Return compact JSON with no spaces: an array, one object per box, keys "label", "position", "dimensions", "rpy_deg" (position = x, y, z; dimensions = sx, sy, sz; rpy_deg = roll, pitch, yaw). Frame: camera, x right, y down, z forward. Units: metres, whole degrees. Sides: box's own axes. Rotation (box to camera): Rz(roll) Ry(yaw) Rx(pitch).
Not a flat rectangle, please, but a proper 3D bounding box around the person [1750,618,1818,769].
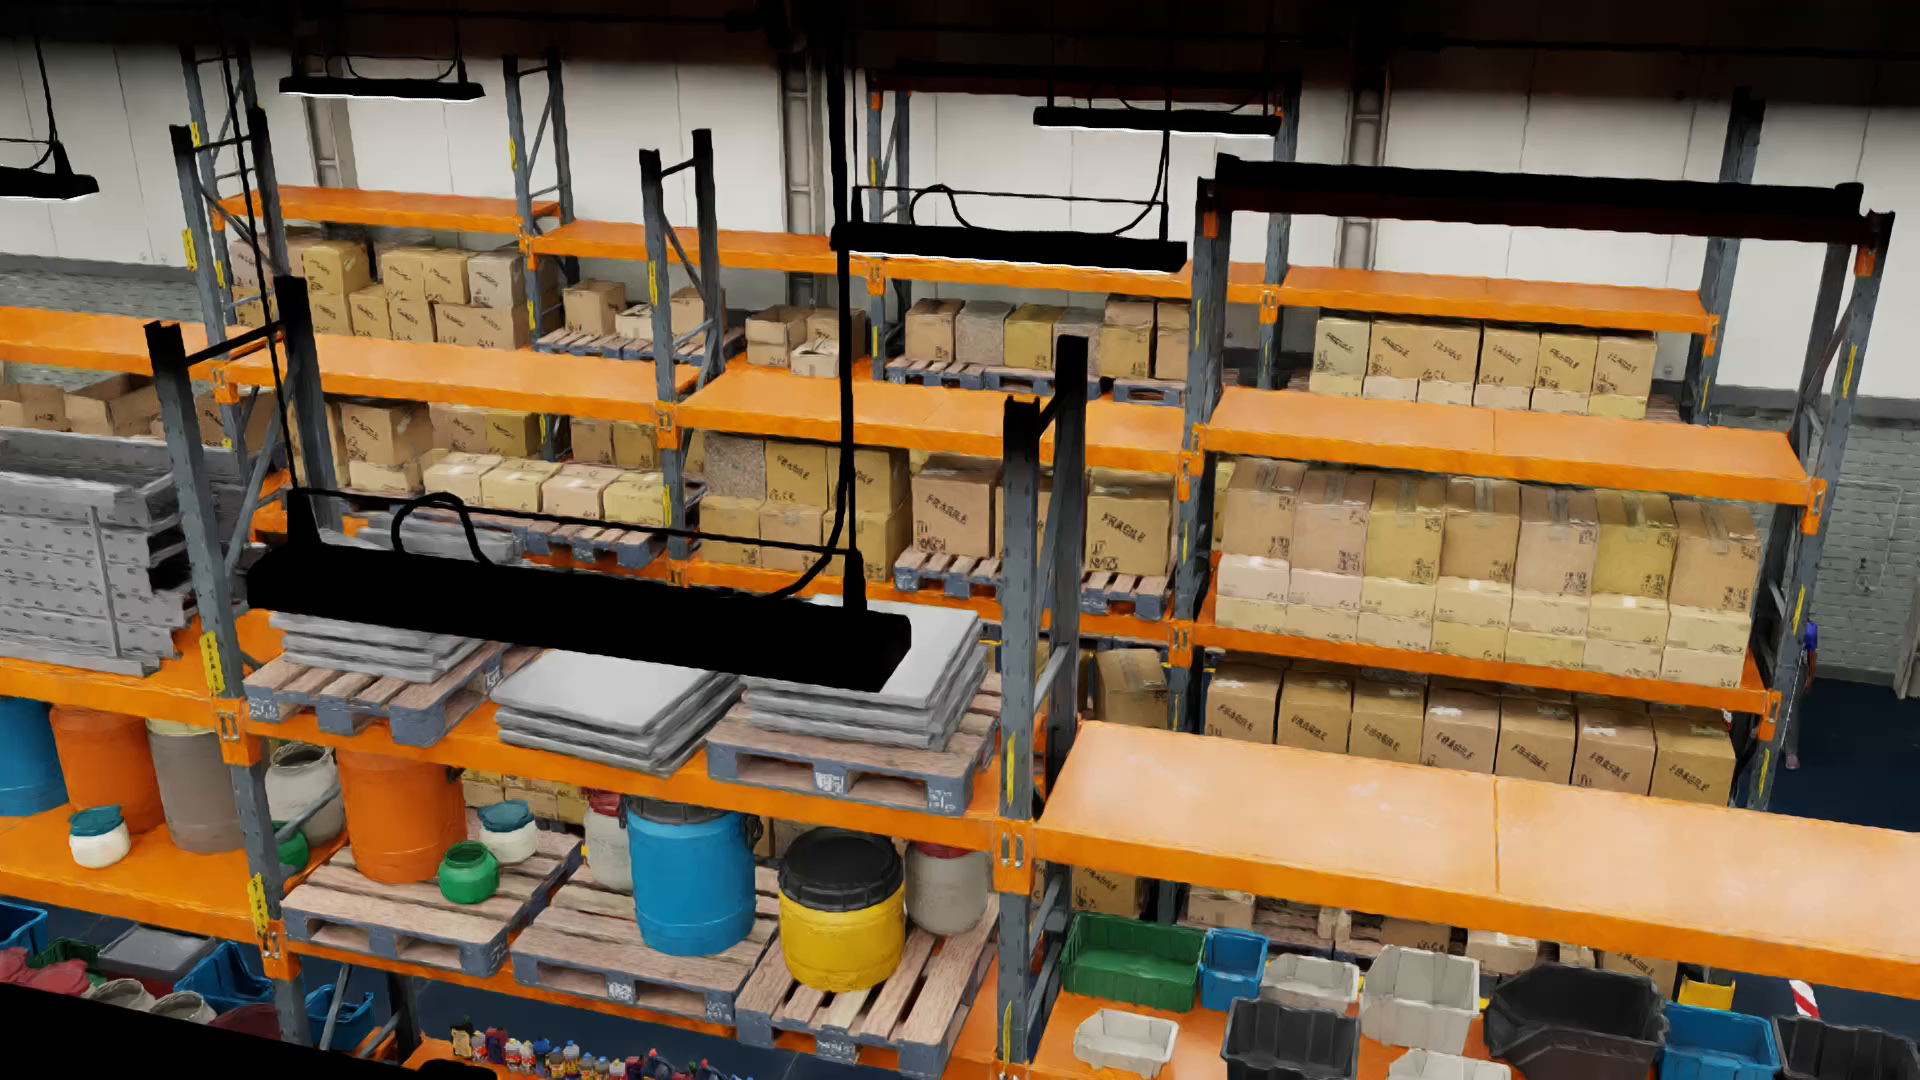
[{"label":"person","position":[7.778,1.250,15.596],"dimensions":[0.555,1.647,0.697],"rpy_deg":[-17,28,-35]}]
